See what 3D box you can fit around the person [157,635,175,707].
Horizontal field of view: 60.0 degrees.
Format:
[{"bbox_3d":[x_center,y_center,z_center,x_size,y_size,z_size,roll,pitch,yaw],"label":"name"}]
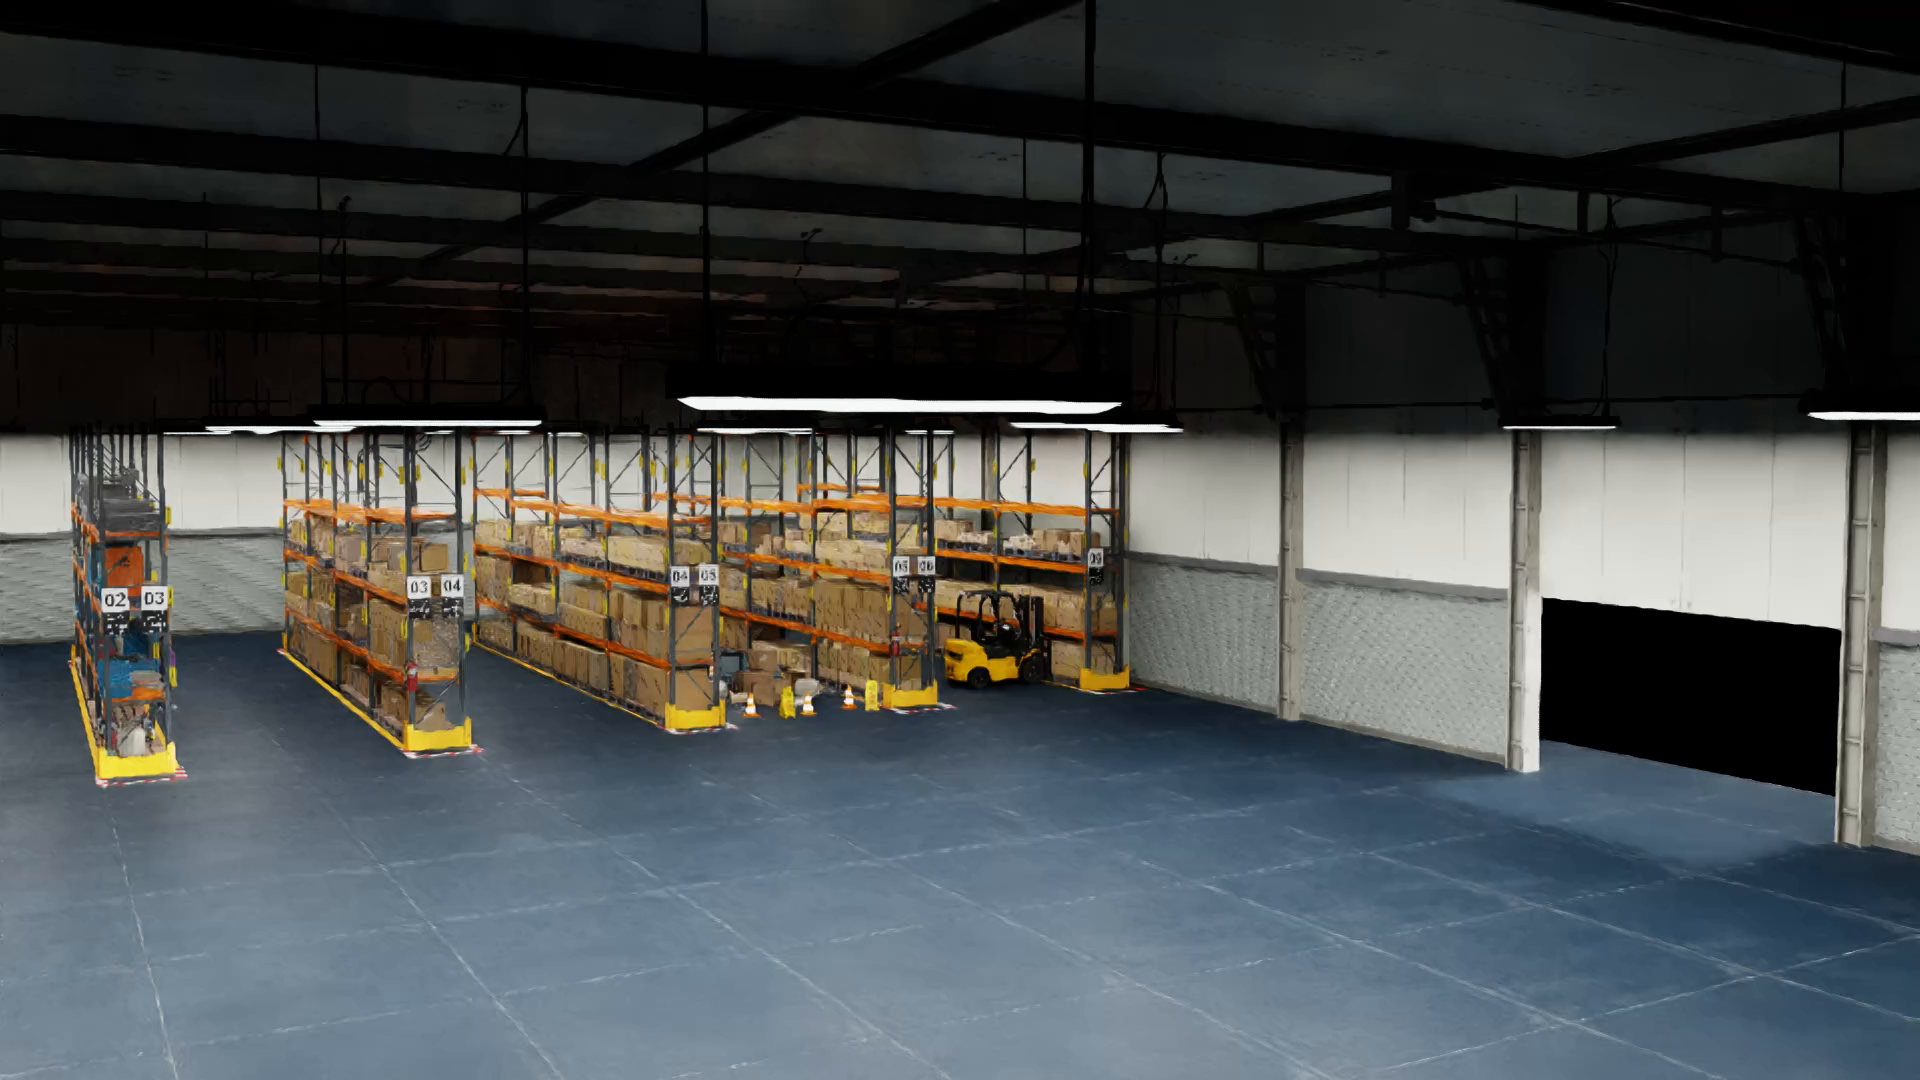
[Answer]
[{"bbox_3d":[-16.637,2.727,34.854,0.357,1.530,0.493,-1,4,-11],"label":"person"}]
